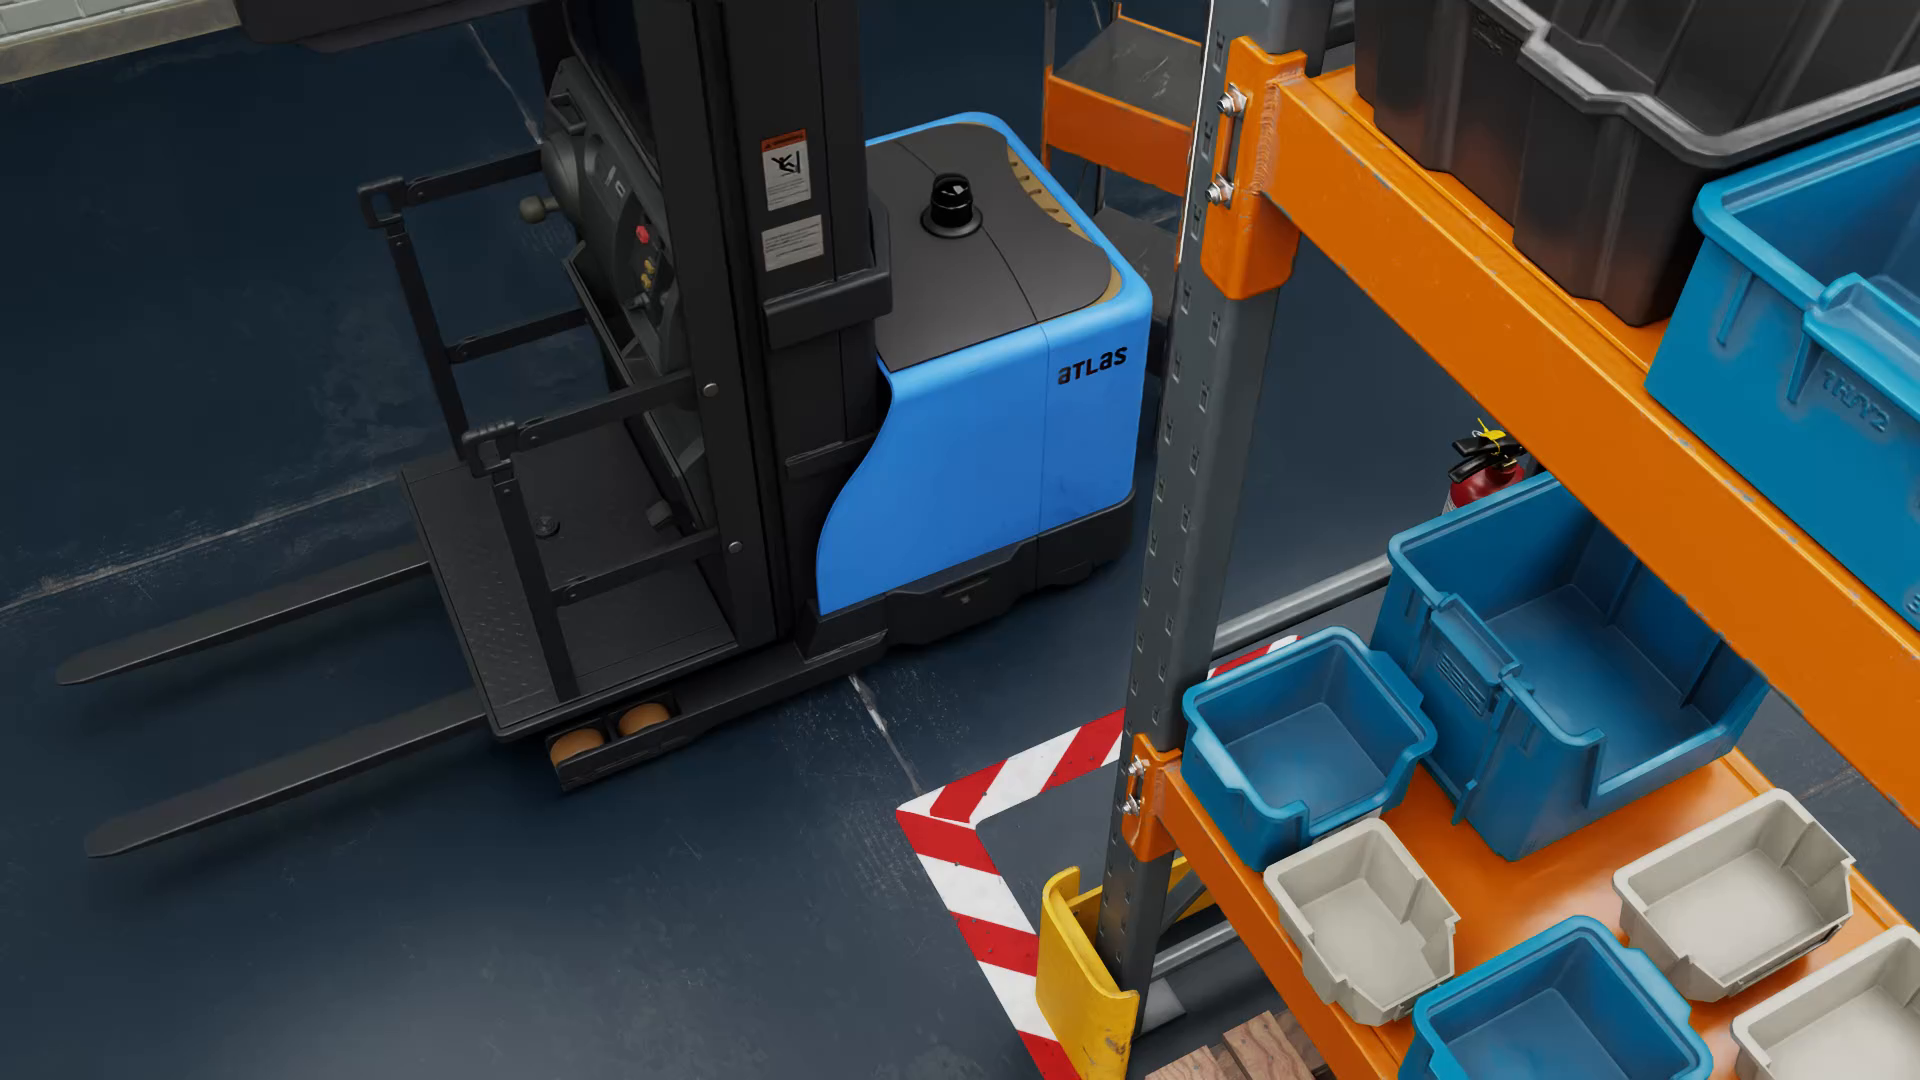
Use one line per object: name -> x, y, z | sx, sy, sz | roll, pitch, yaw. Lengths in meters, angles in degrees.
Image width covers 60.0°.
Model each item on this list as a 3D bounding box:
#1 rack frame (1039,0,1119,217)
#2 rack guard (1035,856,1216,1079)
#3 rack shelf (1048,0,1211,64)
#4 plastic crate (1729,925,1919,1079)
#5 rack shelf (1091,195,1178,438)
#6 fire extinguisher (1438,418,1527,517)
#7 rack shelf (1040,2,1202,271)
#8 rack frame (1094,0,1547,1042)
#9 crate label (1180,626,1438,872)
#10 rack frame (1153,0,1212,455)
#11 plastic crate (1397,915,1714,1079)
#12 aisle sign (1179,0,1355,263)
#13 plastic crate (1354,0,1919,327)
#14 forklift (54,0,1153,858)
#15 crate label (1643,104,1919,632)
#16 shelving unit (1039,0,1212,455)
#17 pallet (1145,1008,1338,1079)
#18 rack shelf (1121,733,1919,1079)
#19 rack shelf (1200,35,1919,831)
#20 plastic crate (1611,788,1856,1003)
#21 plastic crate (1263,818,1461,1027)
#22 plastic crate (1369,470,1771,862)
rack frame -> 0.353, -1.305, 4.996 | 0.015, 2.100, 0.400 | 27, 54, 22
rack guard -> 0.767, 0.885, 4.144 | 1.175, 0.500, 0.348 | -21, 52, -18
rack shelf -> 0.555, -1.654, 4.389 | 0.480, 0.518, 0.431 | 27, 54, 22
plastic crate -> 1.444, 0.823, 2.673 | 0.396, 0.136, 0.243 | -21, 52, -18
rack shelf -> 0.555, -0.732, 5.443 | 0.480, 0.518, 0.431 | 27, 54, 22
fire extinguisher -> 1.125, -0.036, 3.588 | 0.296, 0.674, 0.183 | -21, 52, -18
rack shelf -> 0.555, -1.193, 4.916 | 0.480, 0.518, 0.431 | 27, 54, 22
rack frame -> 0.790, 0.073, 3.193 | 1.000, 3.000, 0.127 | -21, 52, -18
crate label -> 0.610, 0.387, 2.990 | 0.416, 0.233, 0.303 | -21, 52, -18
rack frame -> 0.757, -1.099, 4.816 | 0.015, 2.100, 0.400 | 27, 54, 22
plastic crate -> 0.911, 0.828, 2.605 | 0.416, 0.233, 0.300 | -21, 52, -18
aisle sign -> 0.493, -0.729, 2.167 | 0.394, 0.787, 0.004 | -21, 52, -18
plastic crate -> 0.718, -0.518, 1.804 | 0.497, 0.269, 0.590 | -21, 52, -18
forklift -> -1.023, -0.739, 3.949 | 3.031, 2.935, 1.130 | -21, 52, -17
crate label -> 0.925, -0.137, 1.483 | 0.408, 0.251, 0.502 | -21, 52, -18
shelving unit -> 0.555, -1.202, 4.906 | 0.503, 2.100, 0.431 | 27, 54, 22
pallet -> 1.133, 1.557, 3.748 | 1.003, 0.211, 1.213 | -21, 52, -18
rack shelf -> 1.705, 1.649, 2.293 | 1.077, 0.370, 4.000 | -21, 52, -18
rack shelf -> 1.705, 0.661, 1.164 | 1.077, 0.370, 4.000 | -21, 52, -18
plastic crate -> 1.324, 0.624, 2.847 | 0.396, 0.136, 0.243 | -21, 52, -18
plastic crate -> 0.683, 0.662, 2.813 | 0.250, 0.136, 0.298 | -21, 52, -18
plastic crate -> 1.109, 0.202, 3.018 | 0.616, 0.435, 0.499 | -21, 52, -18
